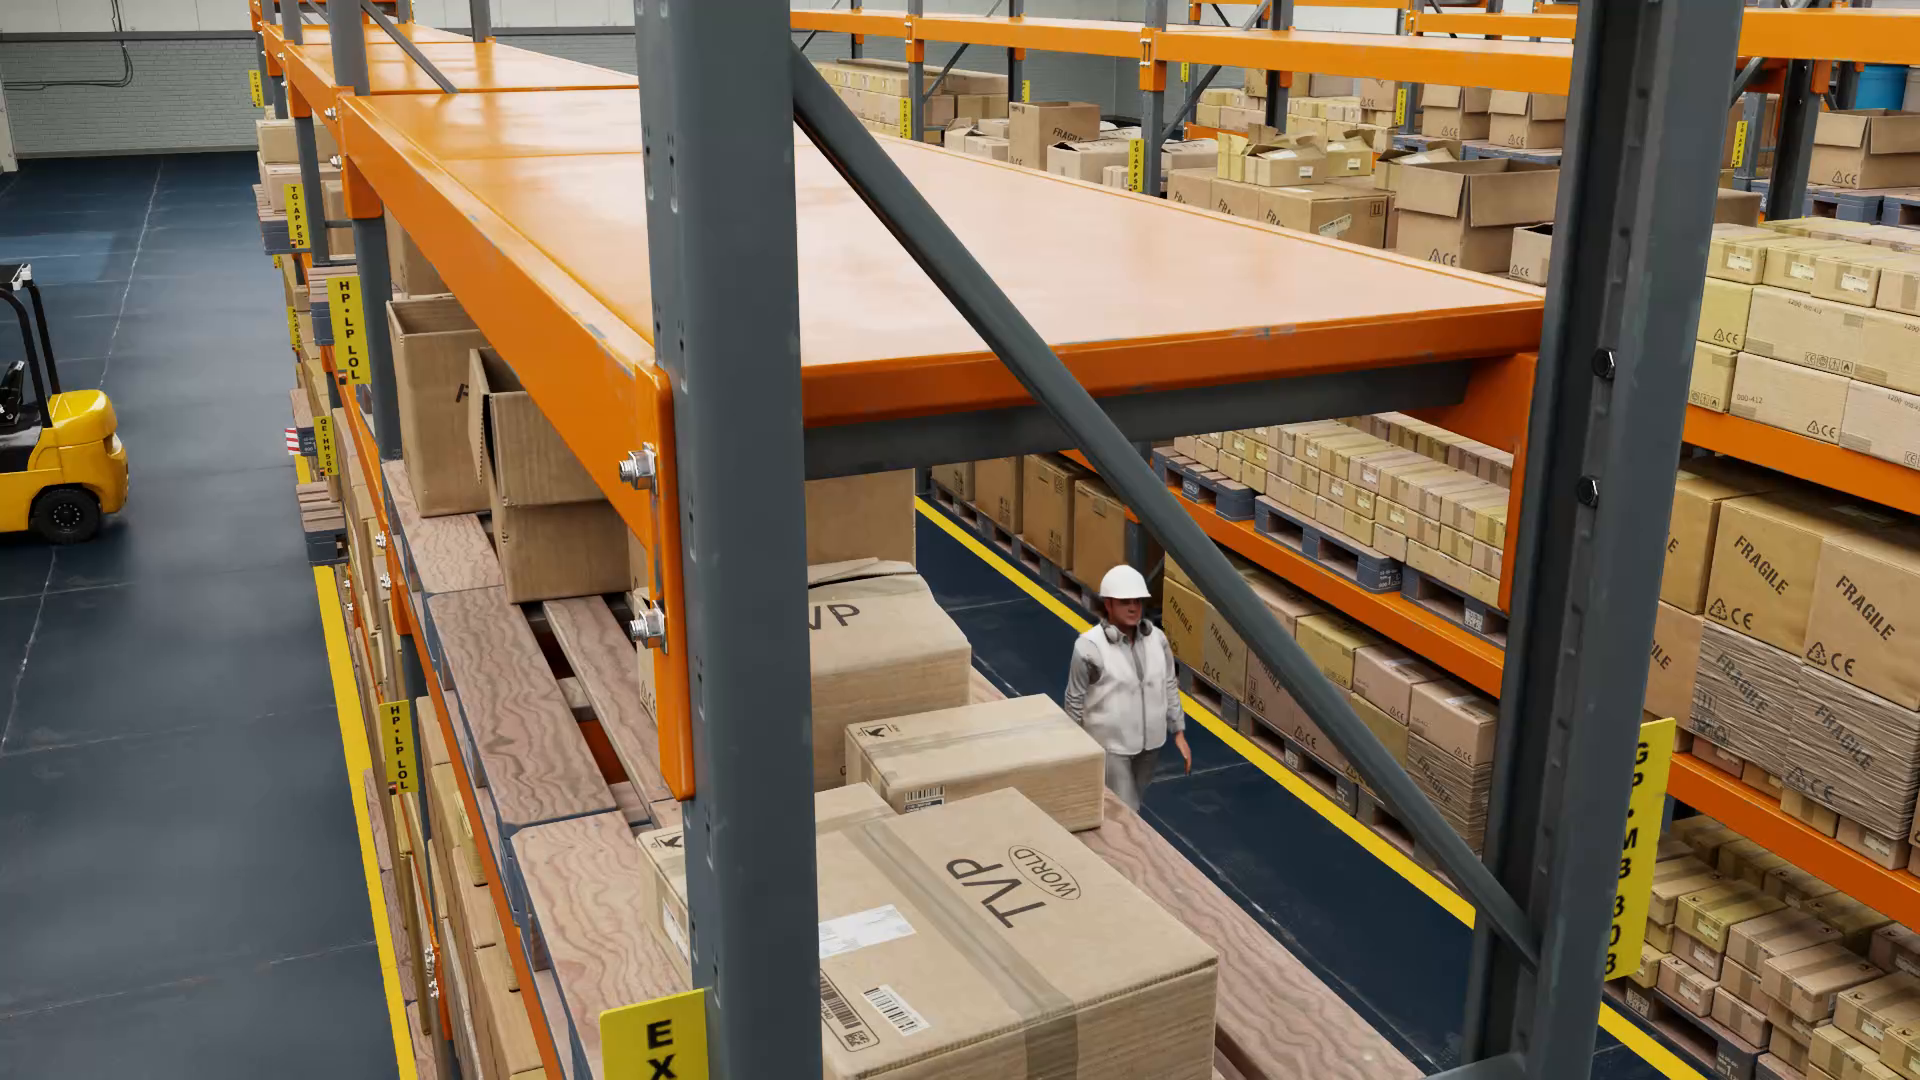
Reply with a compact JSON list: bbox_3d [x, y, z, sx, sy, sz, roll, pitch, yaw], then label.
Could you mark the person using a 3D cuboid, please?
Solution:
[{"bbox_3d":[0.842,1.014,8.042,0.545,1.800,0.758,-10,21,-28],"label":"person"}]
